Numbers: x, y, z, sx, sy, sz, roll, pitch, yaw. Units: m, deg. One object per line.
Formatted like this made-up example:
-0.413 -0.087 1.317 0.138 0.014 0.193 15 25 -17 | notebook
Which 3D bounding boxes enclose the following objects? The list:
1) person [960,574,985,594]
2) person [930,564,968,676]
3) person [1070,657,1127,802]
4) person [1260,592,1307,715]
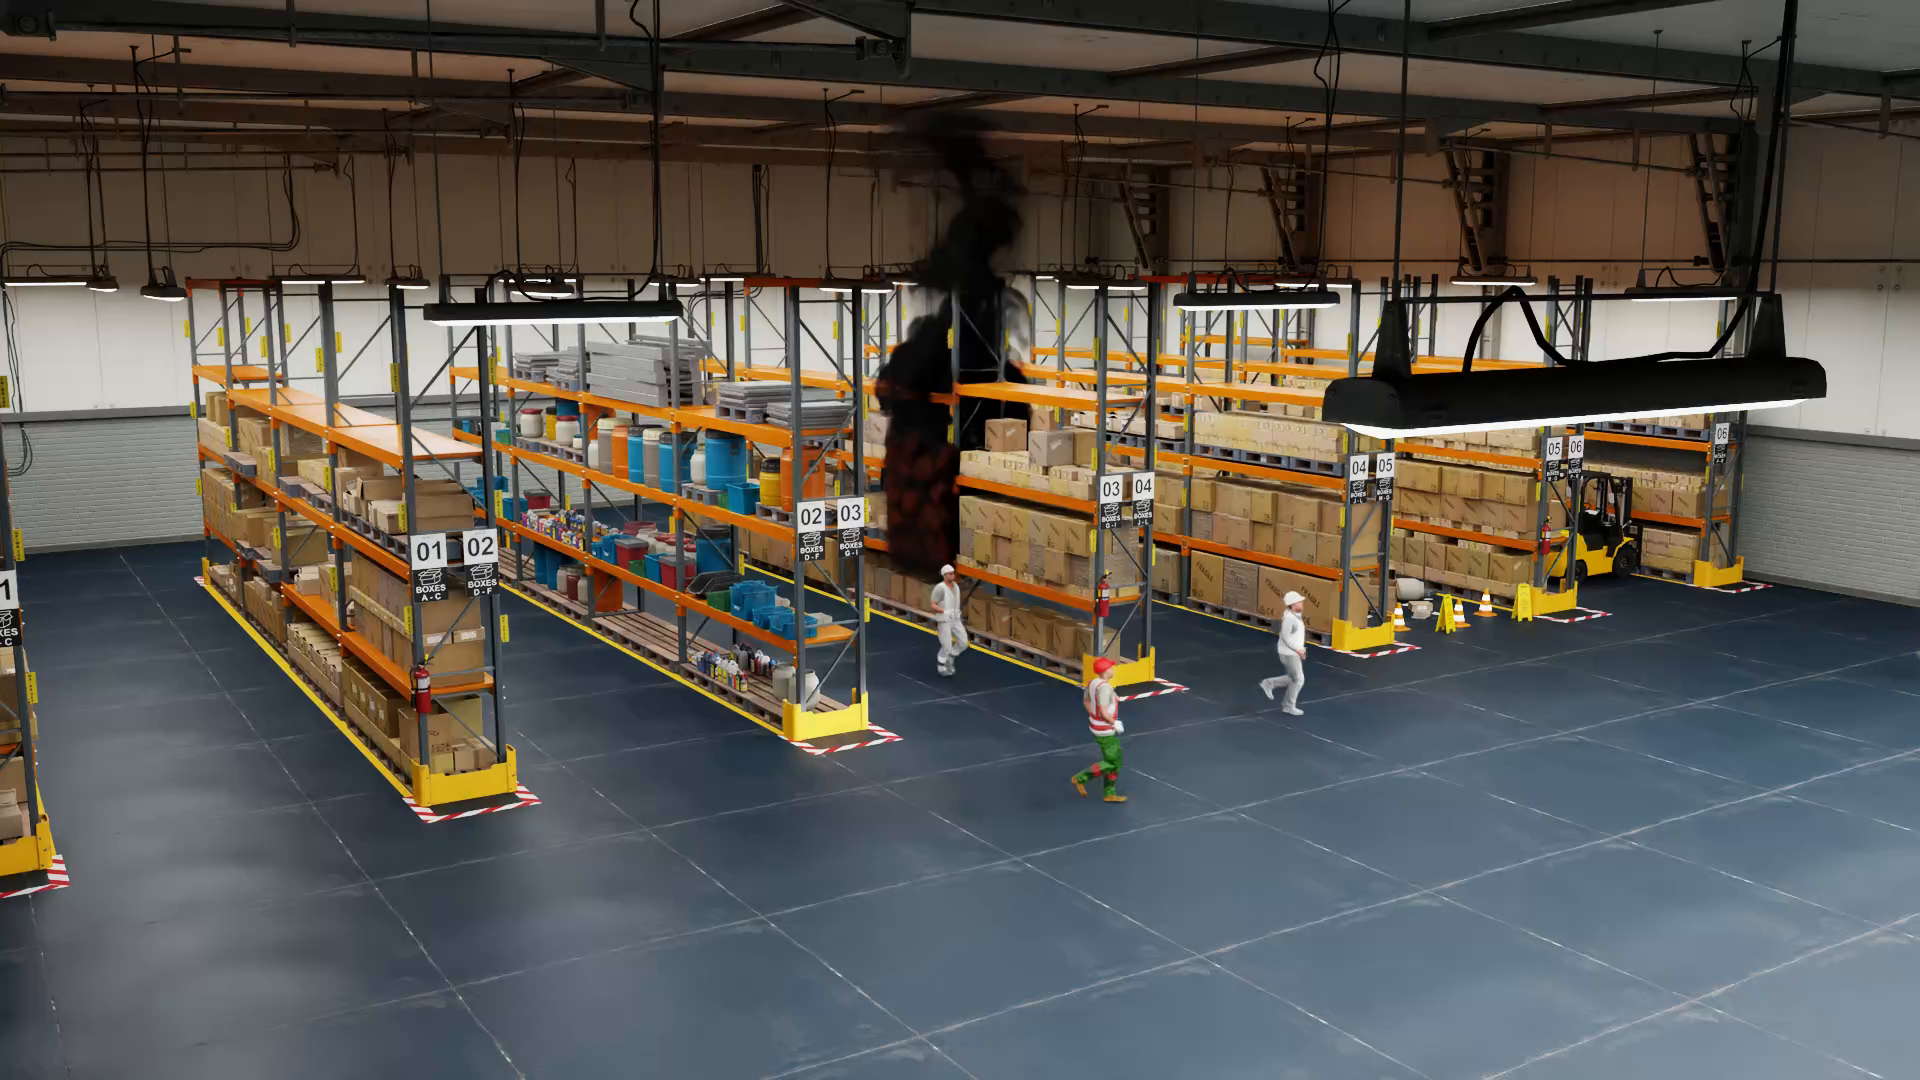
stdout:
0.203 0.175 31.899 0.580 1.662 0.854 -7 12 -36 | person
-0.144 1.238 25.304 0.665 1.744 0.593 -8 13 -41 | person
1.630 2.236 19.488 0.707 1.757 0.652 -2 10 -9 | person
4.569 1.580 23.443 0.651 1.756 0.668 2 10 13 | person
